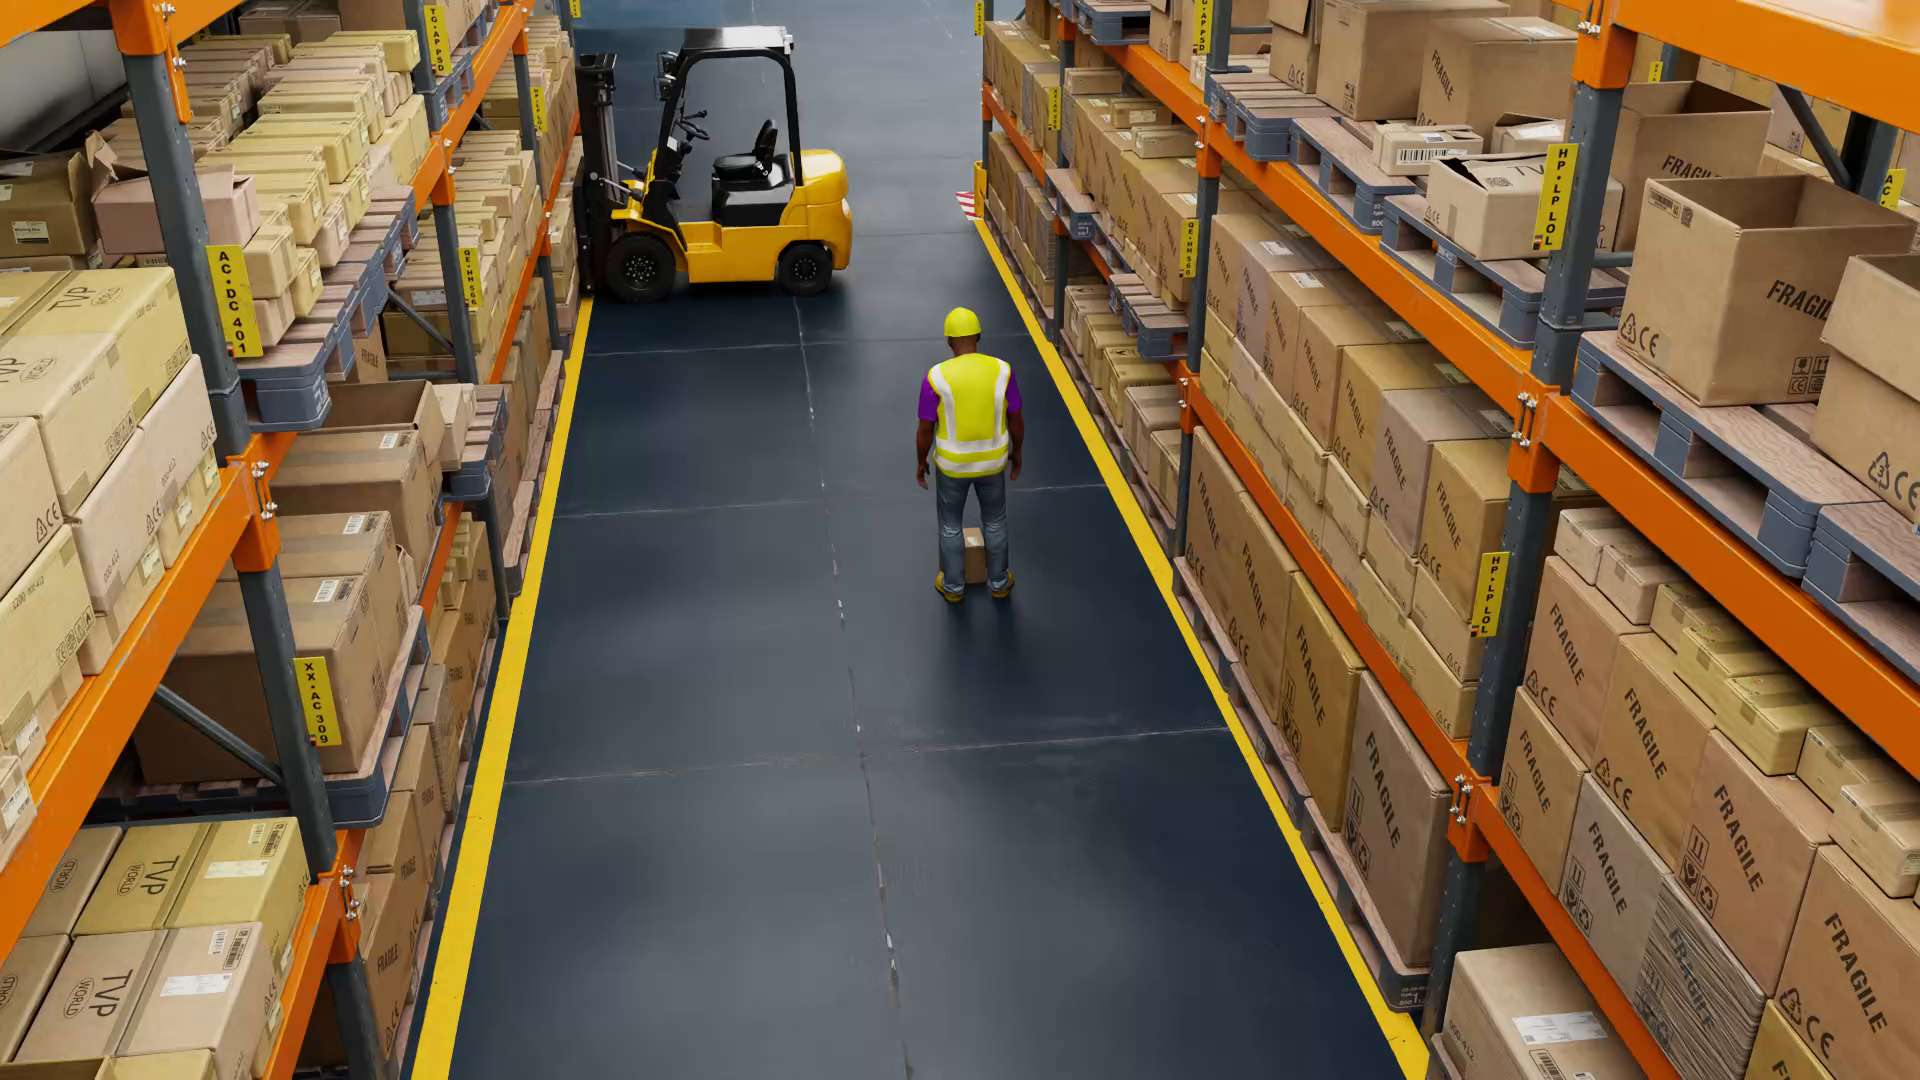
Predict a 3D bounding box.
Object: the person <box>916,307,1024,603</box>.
[{"bbox_3d":[0.052,-0.471,9.524,0.629,1.759,0.461,-5,27,-10],"label":"person"}]
